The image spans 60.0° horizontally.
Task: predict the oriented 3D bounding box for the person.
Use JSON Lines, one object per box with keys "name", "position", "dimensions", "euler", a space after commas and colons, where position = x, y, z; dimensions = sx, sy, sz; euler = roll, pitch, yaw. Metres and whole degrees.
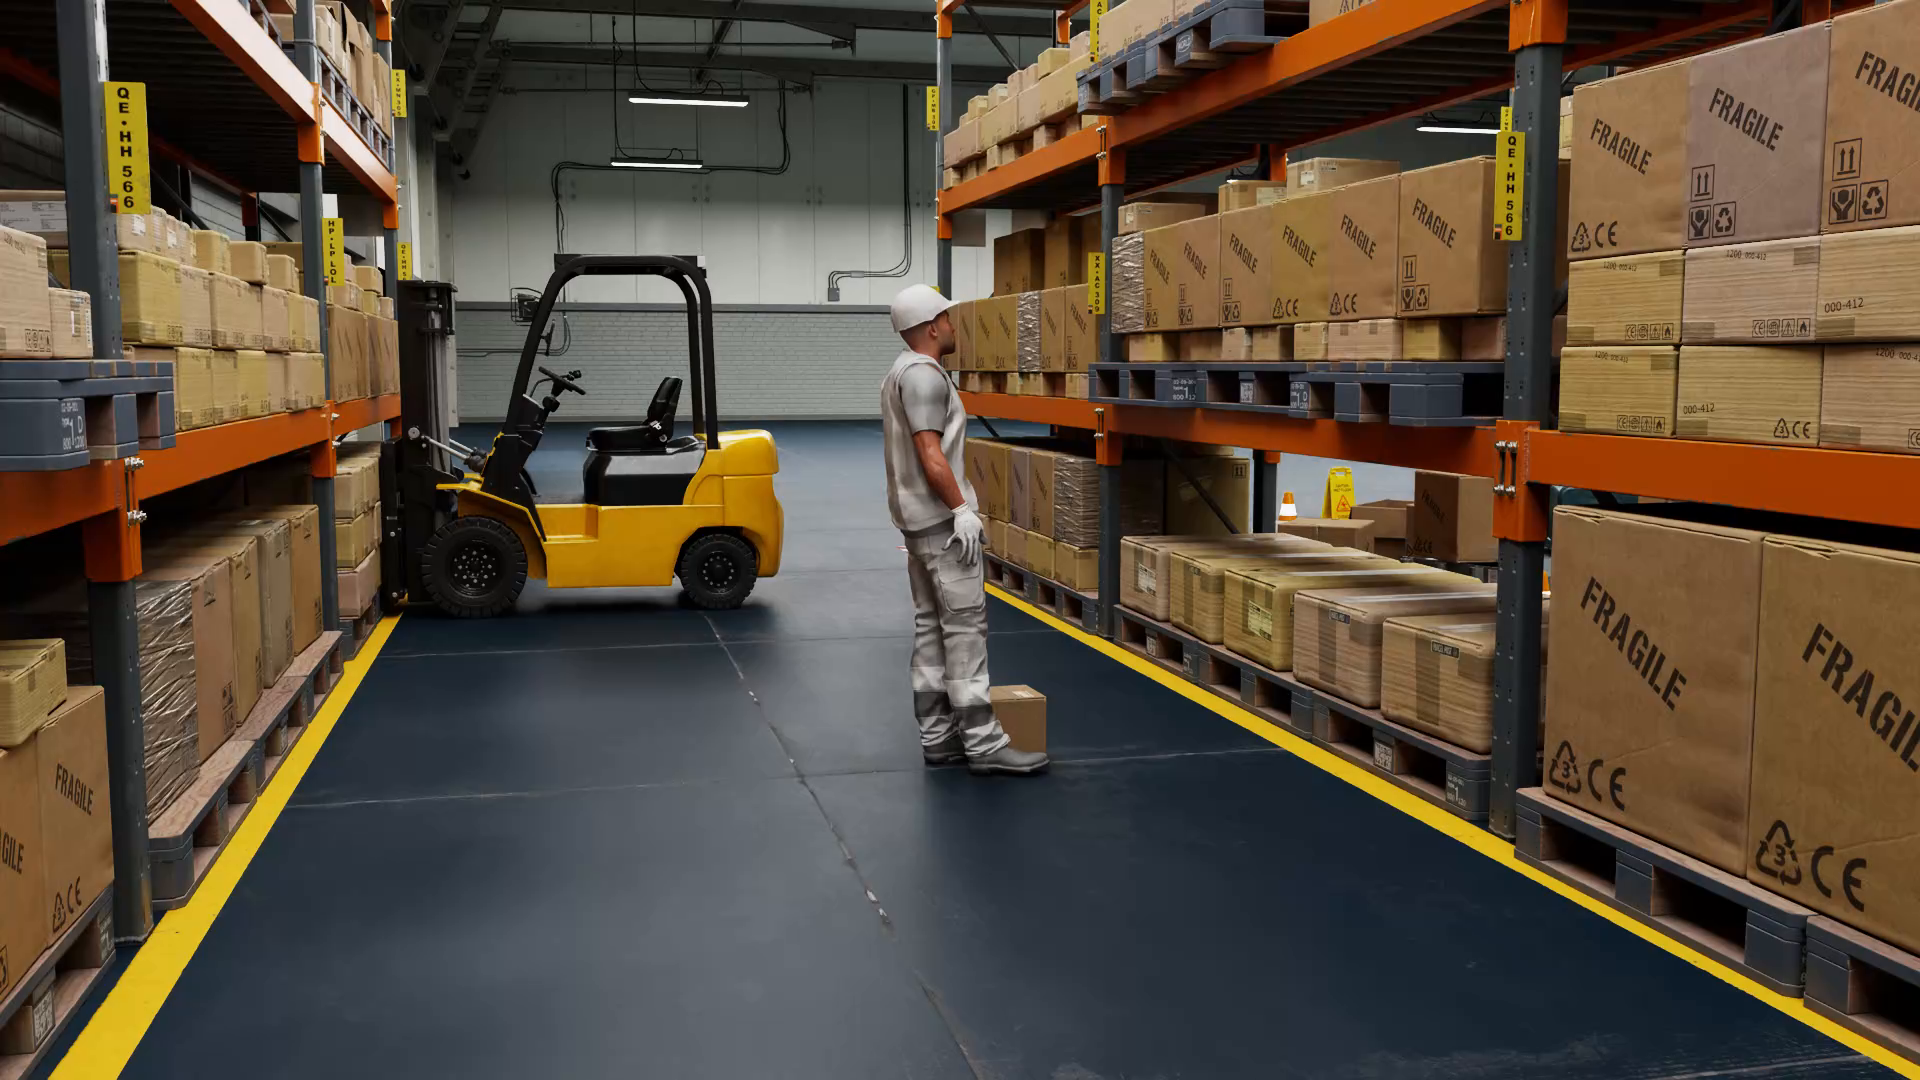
{"name": "person", "position": [-0.005, -0.056, 6.226], "dimensions": [0.564, 1.787, 0.638], "euler": [-1, 6, -14]}
